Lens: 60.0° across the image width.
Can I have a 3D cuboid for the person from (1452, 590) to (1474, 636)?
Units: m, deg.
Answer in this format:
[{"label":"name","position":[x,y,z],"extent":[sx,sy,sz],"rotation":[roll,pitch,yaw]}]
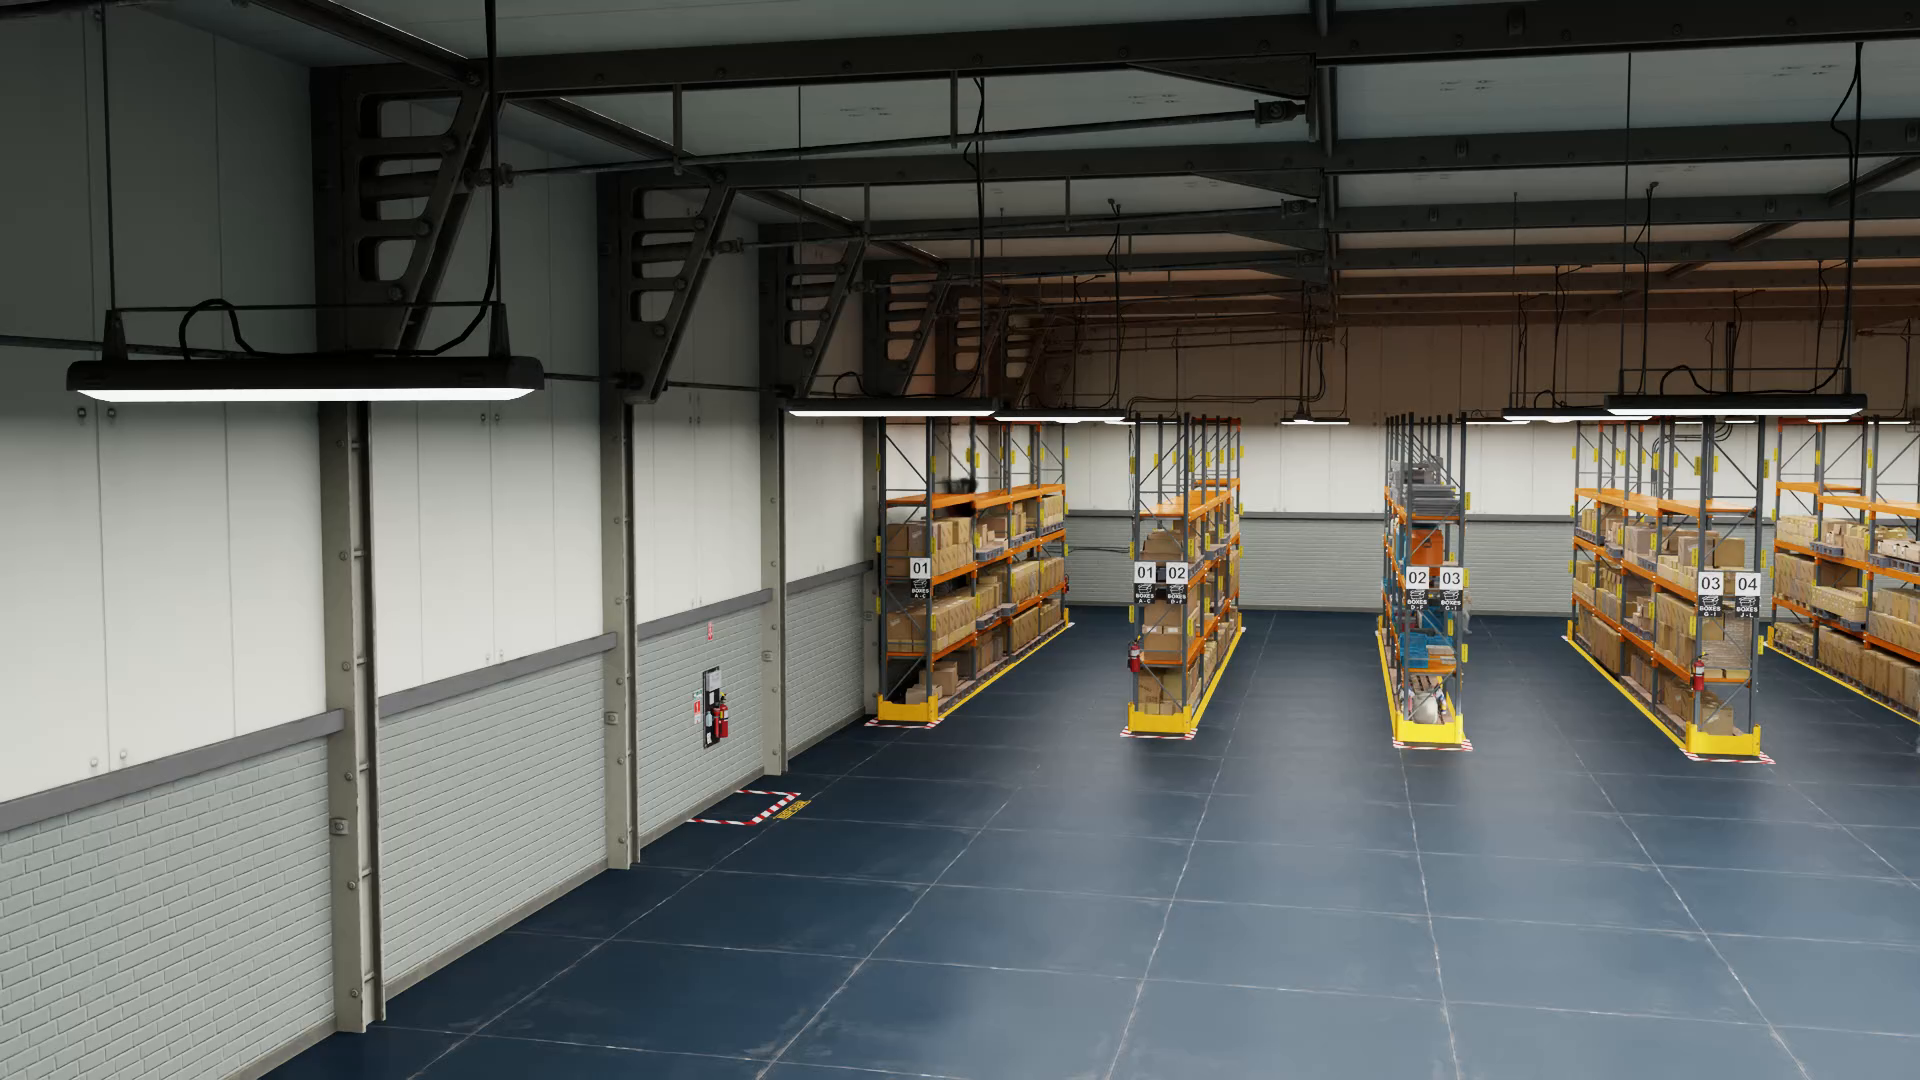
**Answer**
[{"label":"person","position":[13.849,1.850,45.953],"extent":[0.870,1.625,0.538],"rotation":[-3,5,-33]}]
